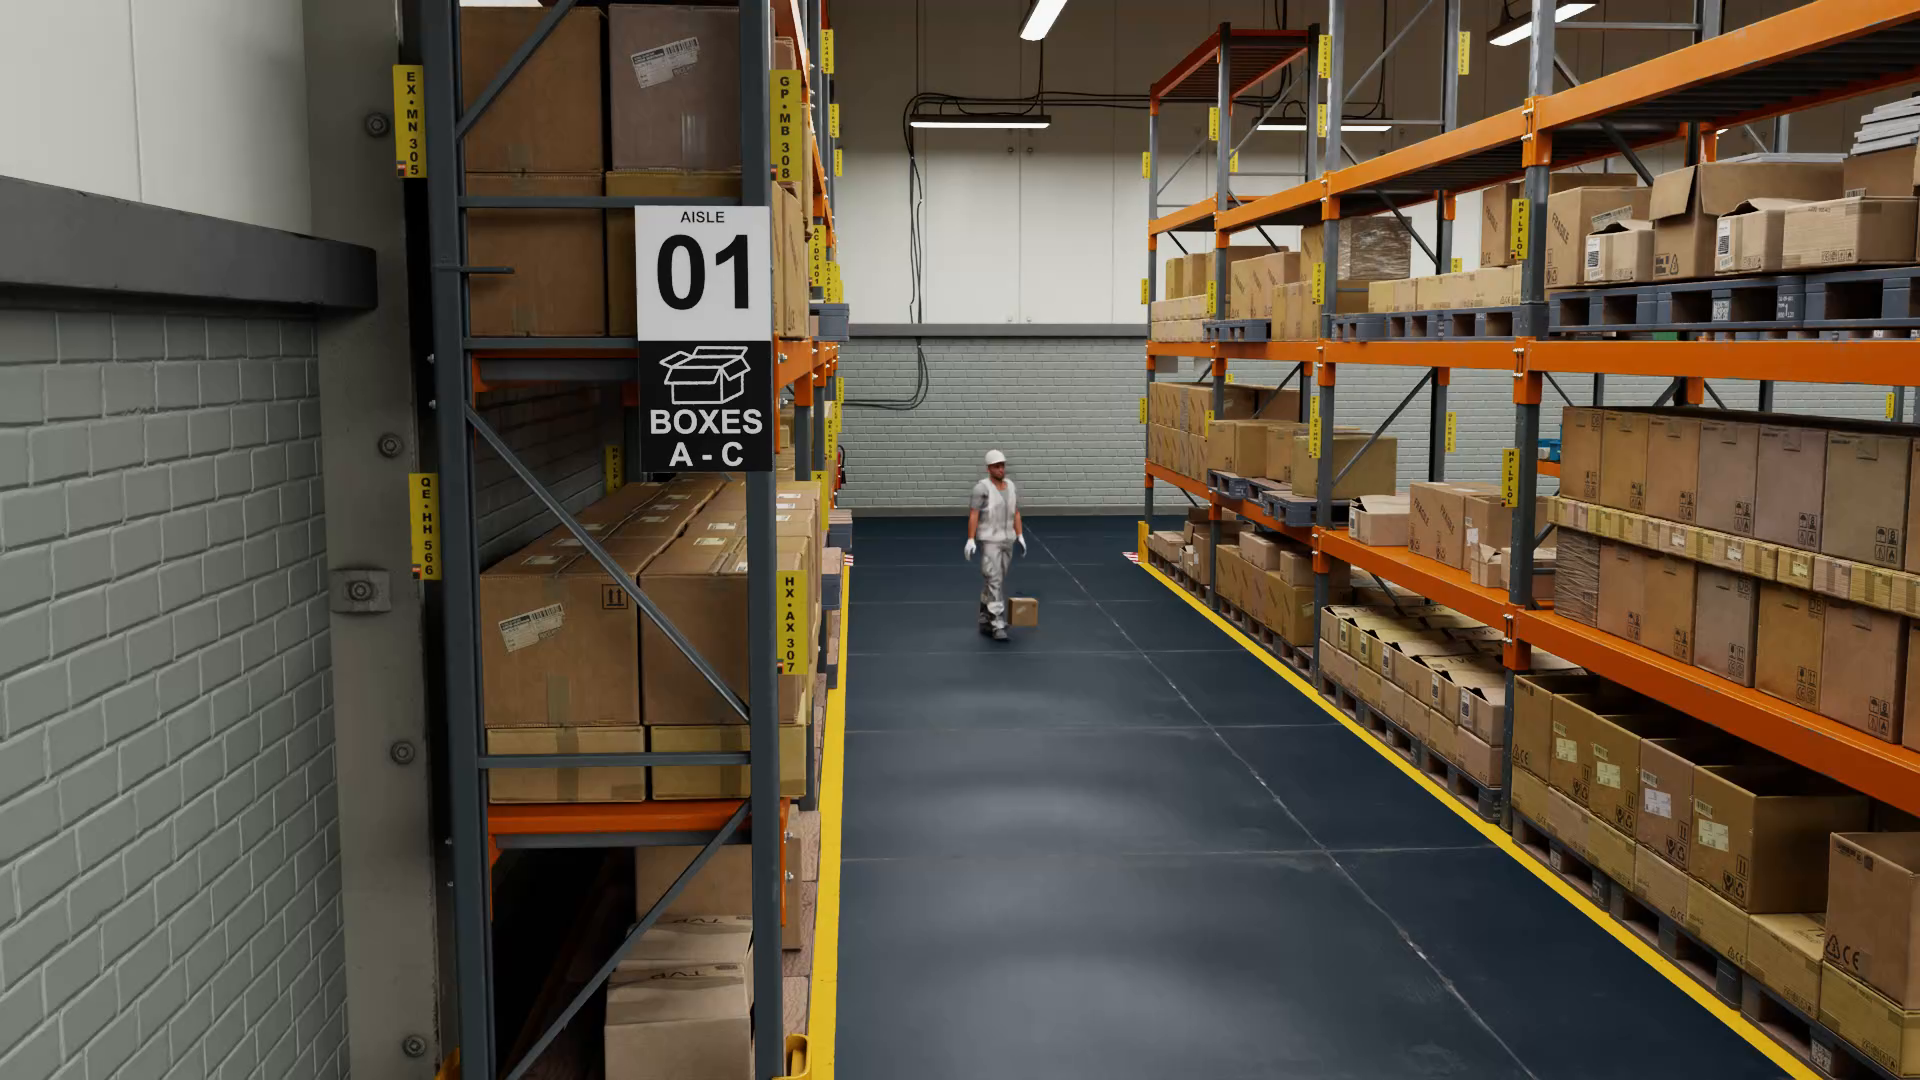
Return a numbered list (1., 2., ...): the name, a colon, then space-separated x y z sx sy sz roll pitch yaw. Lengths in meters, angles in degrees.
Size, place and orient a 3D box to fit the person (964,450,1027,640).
1. person: 0.325 0.037 15.834 0.680 1.790 0.636 -6 9 -41
